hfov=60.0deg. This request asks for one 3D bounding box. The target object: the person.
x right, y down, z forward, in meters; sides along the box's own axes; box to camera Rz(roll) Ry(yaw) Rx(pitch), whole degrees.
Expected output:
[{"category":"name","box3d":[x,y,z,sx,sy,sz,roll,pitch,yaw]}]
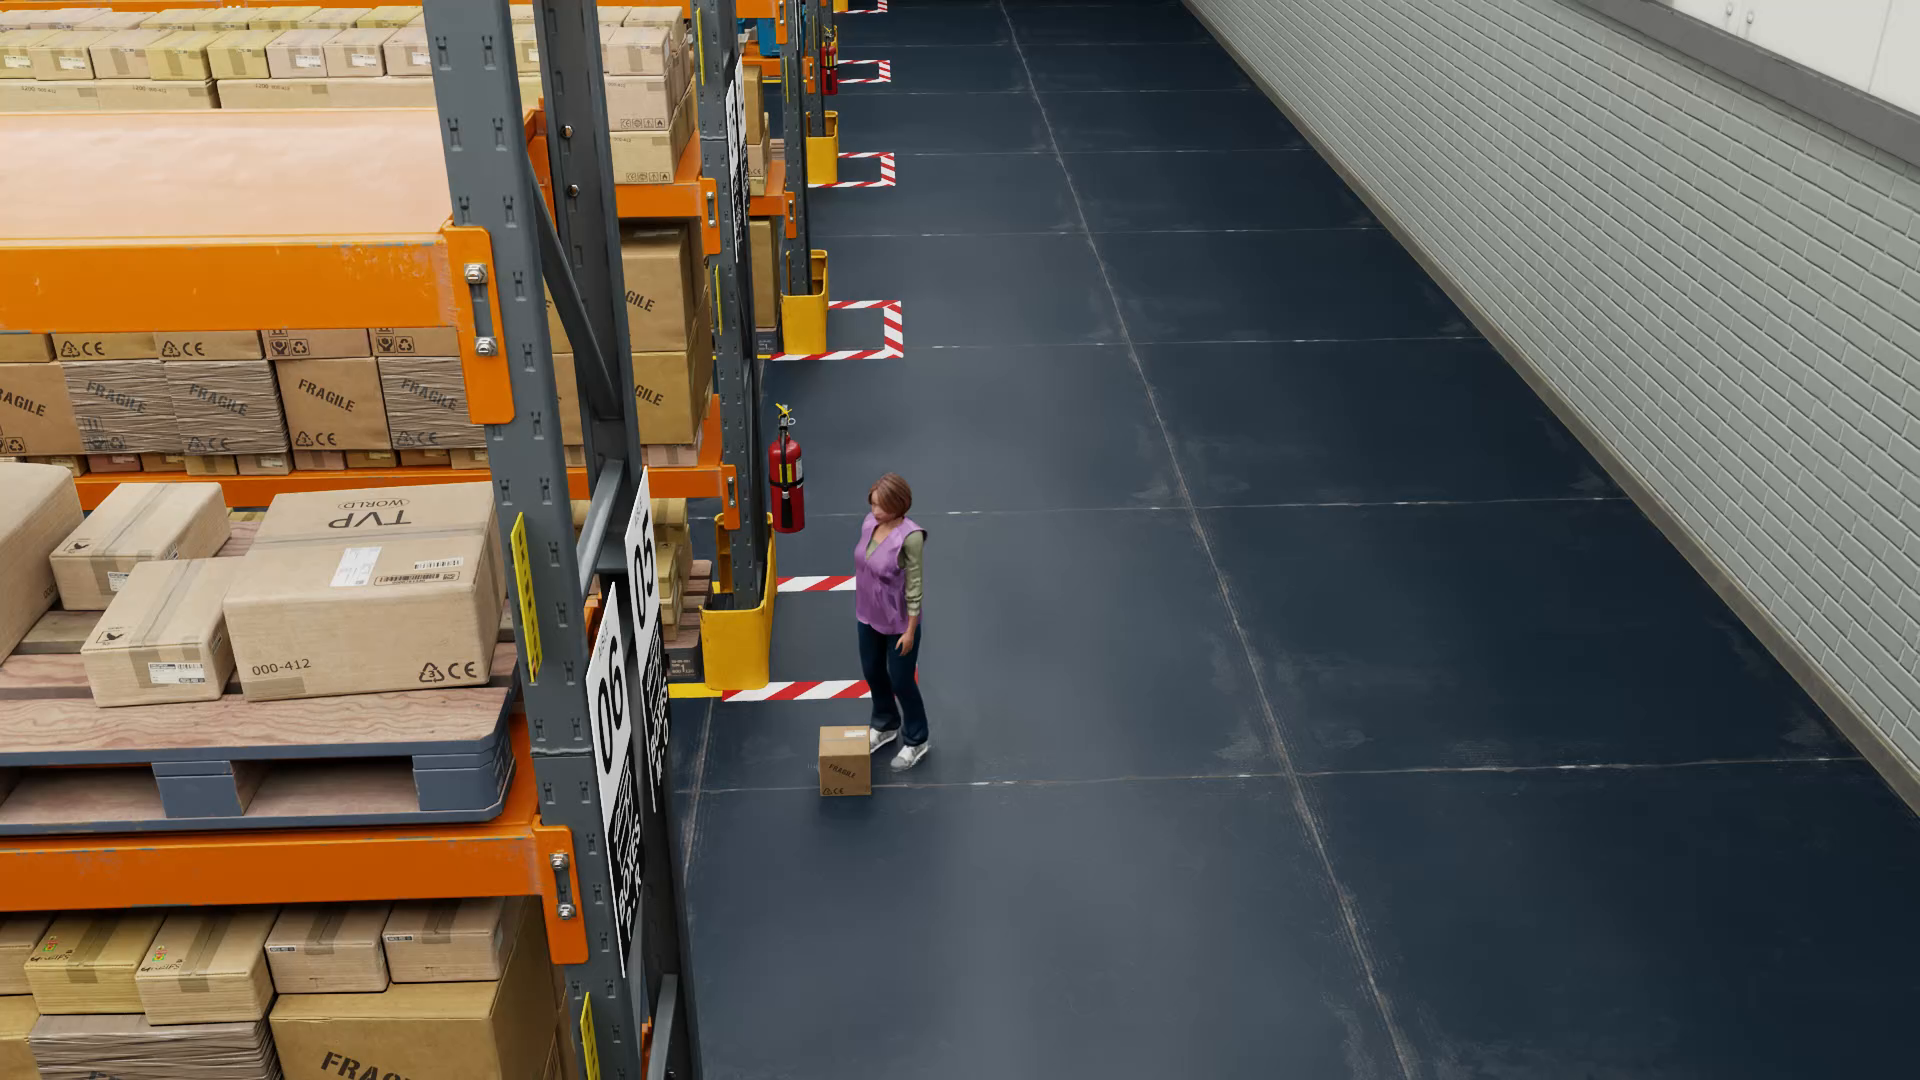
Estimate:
[{"category":"person","box3d":[-0.340,0.410,8.219,0.406,1.613,0.302,25,37,38]}]
